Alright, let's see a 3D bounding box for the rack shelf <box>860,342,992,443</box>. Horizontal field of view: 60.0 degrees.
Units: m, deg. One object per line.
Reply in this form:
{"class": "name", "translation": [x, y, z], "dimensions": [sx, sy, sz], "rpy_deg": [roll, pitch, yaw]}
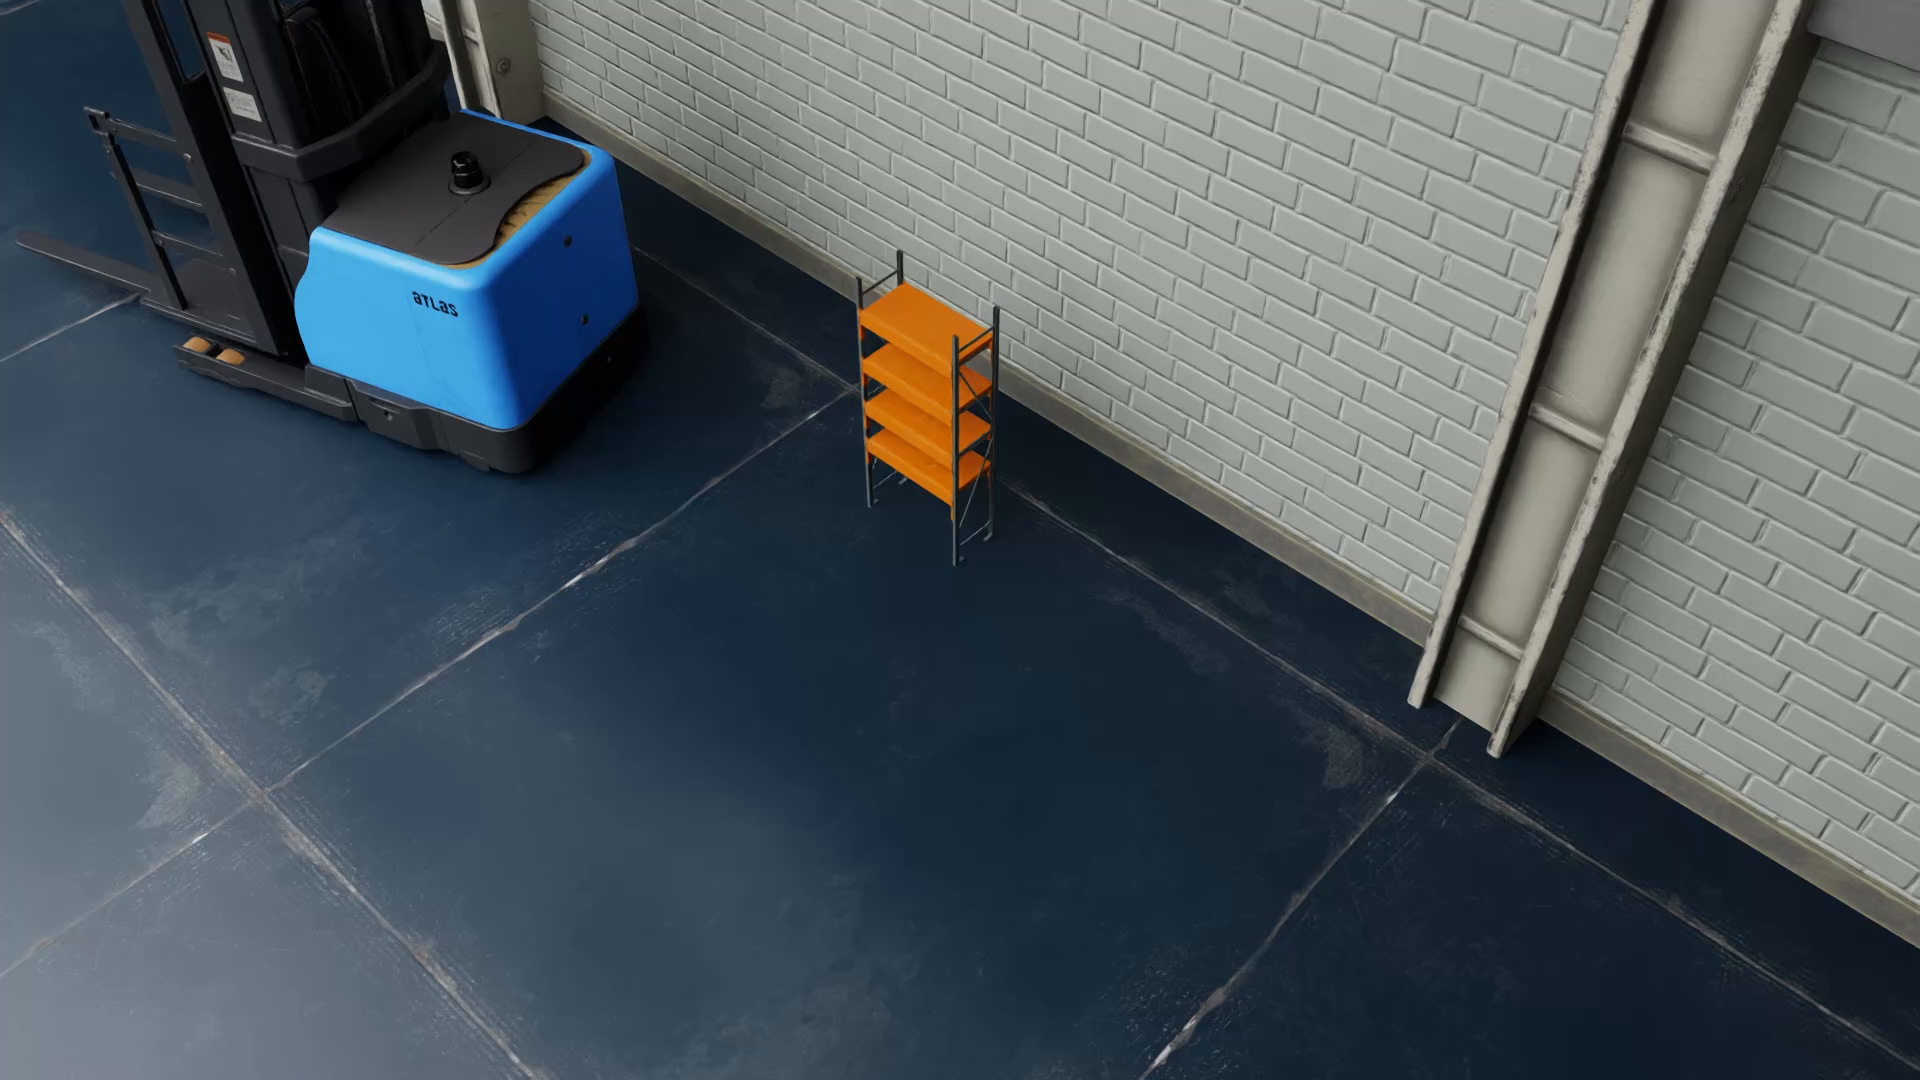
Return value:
{"class": "rack shelf", "translation": [-0.122, -0.600, 6.384], "dimensions": [0.480, 0.148, 0.258], "rpy_deg": [34, 55, 28]}

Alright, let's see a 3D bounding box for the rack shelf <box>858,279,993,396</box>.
{"class": "rack shelf", "translation": [-0.122, -0.762, 6.211], "dimensions": [0.480, 0.148, 0.258], "rpy_deg": [34, 55, 28]}

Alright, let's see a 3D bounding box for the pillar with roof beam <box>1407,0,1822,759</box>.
{"class": "pillar with roof beam", "translation": [-0.983, -0.148, 0.825], "dimensions": [0.400, 9.000, 9.100], "rpy_deg": [34, 55, 28]}

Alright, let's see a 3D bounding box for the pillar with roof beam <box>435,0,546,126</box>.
{"class": "pillar with roof beam", "translation": [-5.392, -3.115, 3.611], "dimensions": [0.400, 9.000, 9.100], "rpy_deg": [34, 55, 28]}

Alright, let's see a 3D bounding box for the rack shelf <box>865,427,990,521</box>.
{"class": "rack shelf", "translation": [-0.122, -0.311, 6.692], "dimensions": [0.480, 0.148, 0.258], "rpy_deg": [34, 55, 28]}

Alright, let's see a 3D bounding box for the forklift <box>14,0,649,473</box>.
{"class": "forklift", "translation": [-2.981, -2.026, 6.751], "dimensions": [3.031, 2.935, 1.130], "rpy_deg": [19, 50, 17]}

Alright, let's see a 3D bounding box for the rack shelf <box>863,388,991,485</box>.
{"class": "rack shelf", "translation": [-0.122, -0.446, 6.547], "dimensions": [0.480, 0.148, 0.258], "rpy_deg": [34, 55, 28]}

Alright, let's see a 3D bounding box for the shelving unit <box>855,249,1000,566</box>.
{"class": "shelving unit", "translation": [-0.122, -0.493, 6.498], "dimensions": [0.503, 1.200, 0.258], "rpy_deg": [34, 55, 28]}

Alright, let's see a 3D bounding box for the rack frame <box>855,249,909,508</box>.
{"class": "rack frame", "translation": [-0.301, -0.613, 6.611], "dimensions": [0.015, 1.200, 0.240], "rpy_deg": [34, 55, 28]}

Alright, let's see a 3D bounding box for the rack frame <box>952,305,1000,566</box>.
{"class": "rack frame", "translation": [0.058, -0.372, 6.385], "dimensions": [0.015, 1.200, 0.240], "rpy_deg": [34, 55, 28]}
